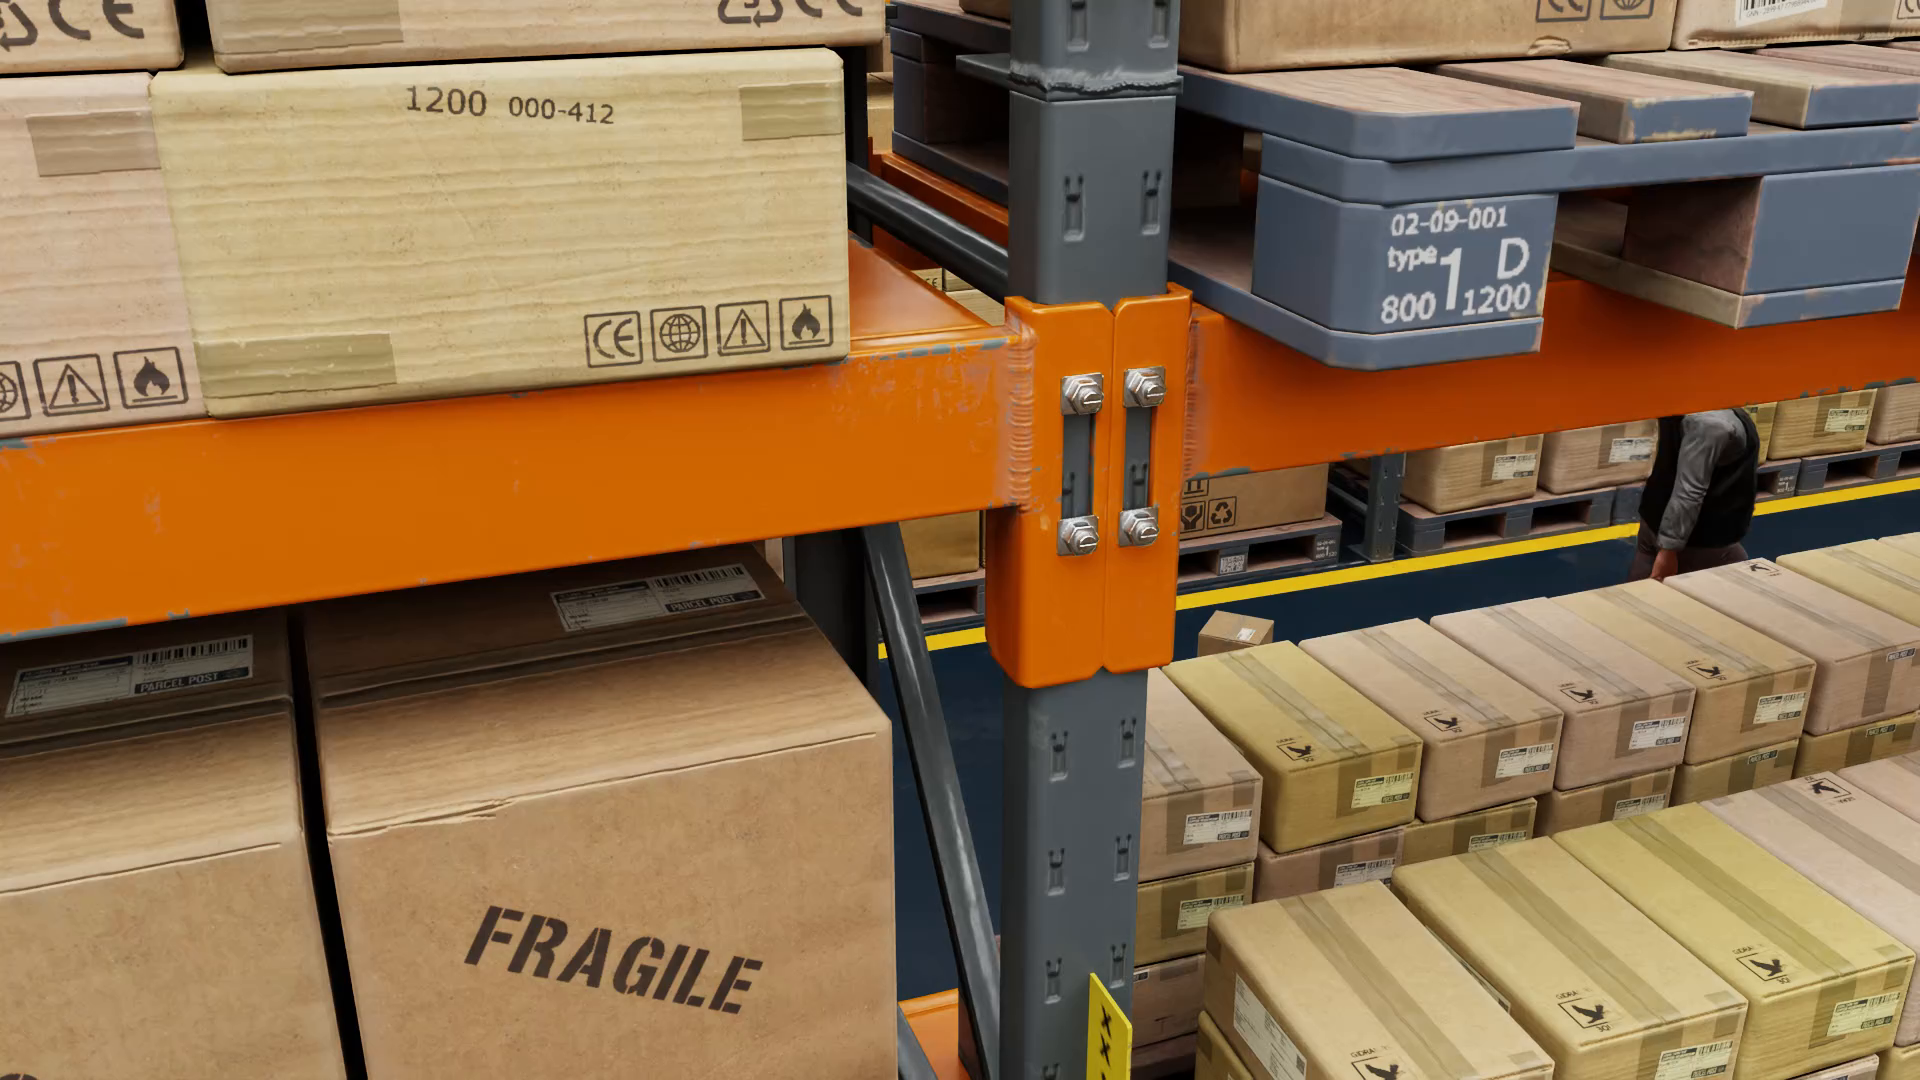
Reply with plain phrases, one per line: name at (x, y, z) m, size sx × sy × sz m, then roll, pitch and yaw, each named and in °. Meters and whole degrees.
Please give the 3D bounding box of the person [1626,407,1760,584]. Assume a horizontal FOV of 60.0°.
person at (2.733, -0.036, 6.210) m, size 1.015 × 1.680 × 0.545 m, roll 2°, pitch 22°, yaw 4°
